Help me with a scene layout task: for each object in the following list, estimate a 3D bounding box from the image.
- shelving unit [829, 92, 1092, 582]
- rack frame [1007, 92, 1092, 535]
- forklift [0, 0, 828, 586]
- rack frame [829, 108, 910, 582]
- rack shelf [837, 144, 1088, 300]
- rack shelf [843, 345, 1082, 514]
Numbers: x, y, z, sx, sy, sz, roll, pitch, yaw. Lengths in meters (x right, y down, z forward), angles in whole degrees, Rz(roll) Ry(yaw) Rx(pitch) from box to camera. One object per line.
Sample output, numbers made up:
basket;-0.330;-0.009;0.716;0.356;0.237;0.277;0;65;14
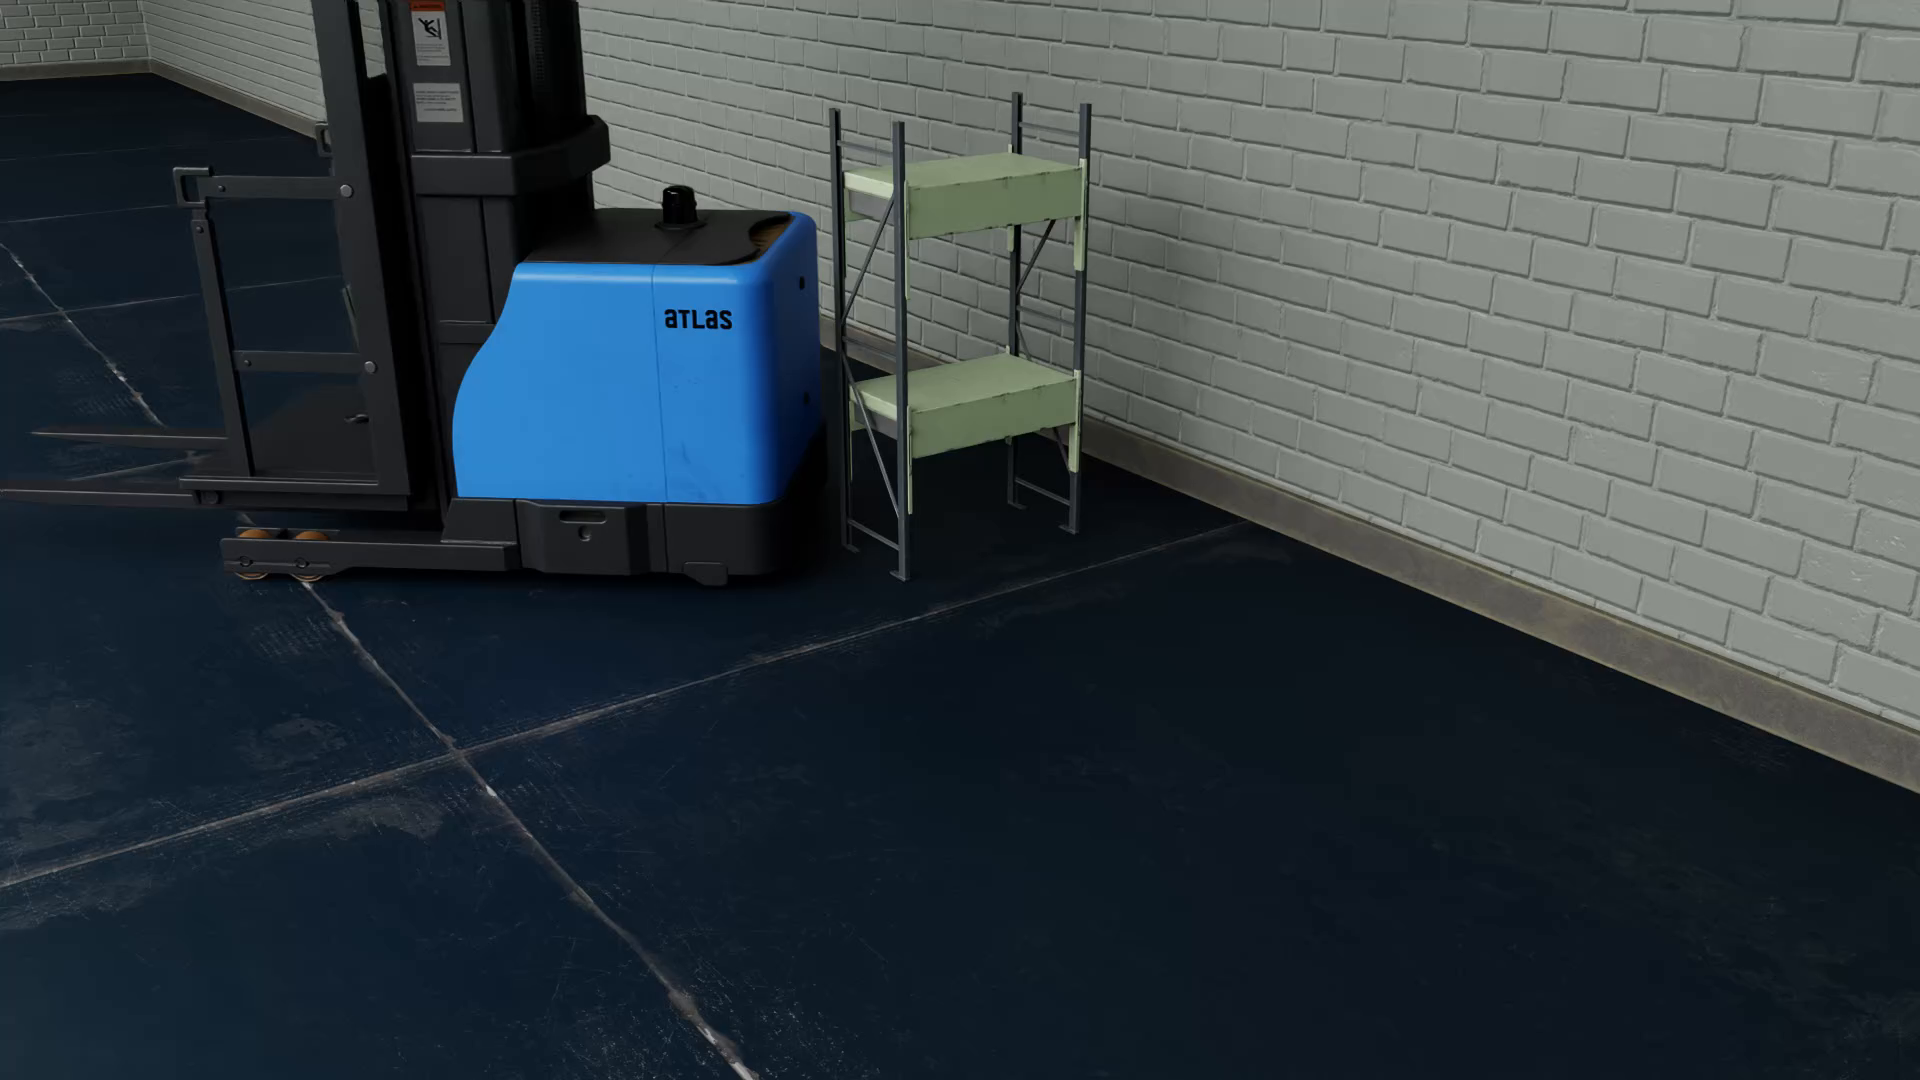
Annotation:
shelving unit;0.005;-0.698;5.622;0.755;1.500;0.431;-15;26;-33
rack frame;0.303;-0.777;5.821;0.023;1.500;0.400;-15;26;-33
forklift;-2.043;-1.414;5.485;3.031;2.935;1.130;2;22;4
rack frame;-0.292;-0.619;5.424;0.023;1.500;0.400;-15;26;-33
rack shelf;0.005;-1.061;5.477;0.720;0.370;0.431;-15;26;-33
rack shelf;0.005;-0.395;5.743;0.720;0.370;0.431;-15;26;-33
